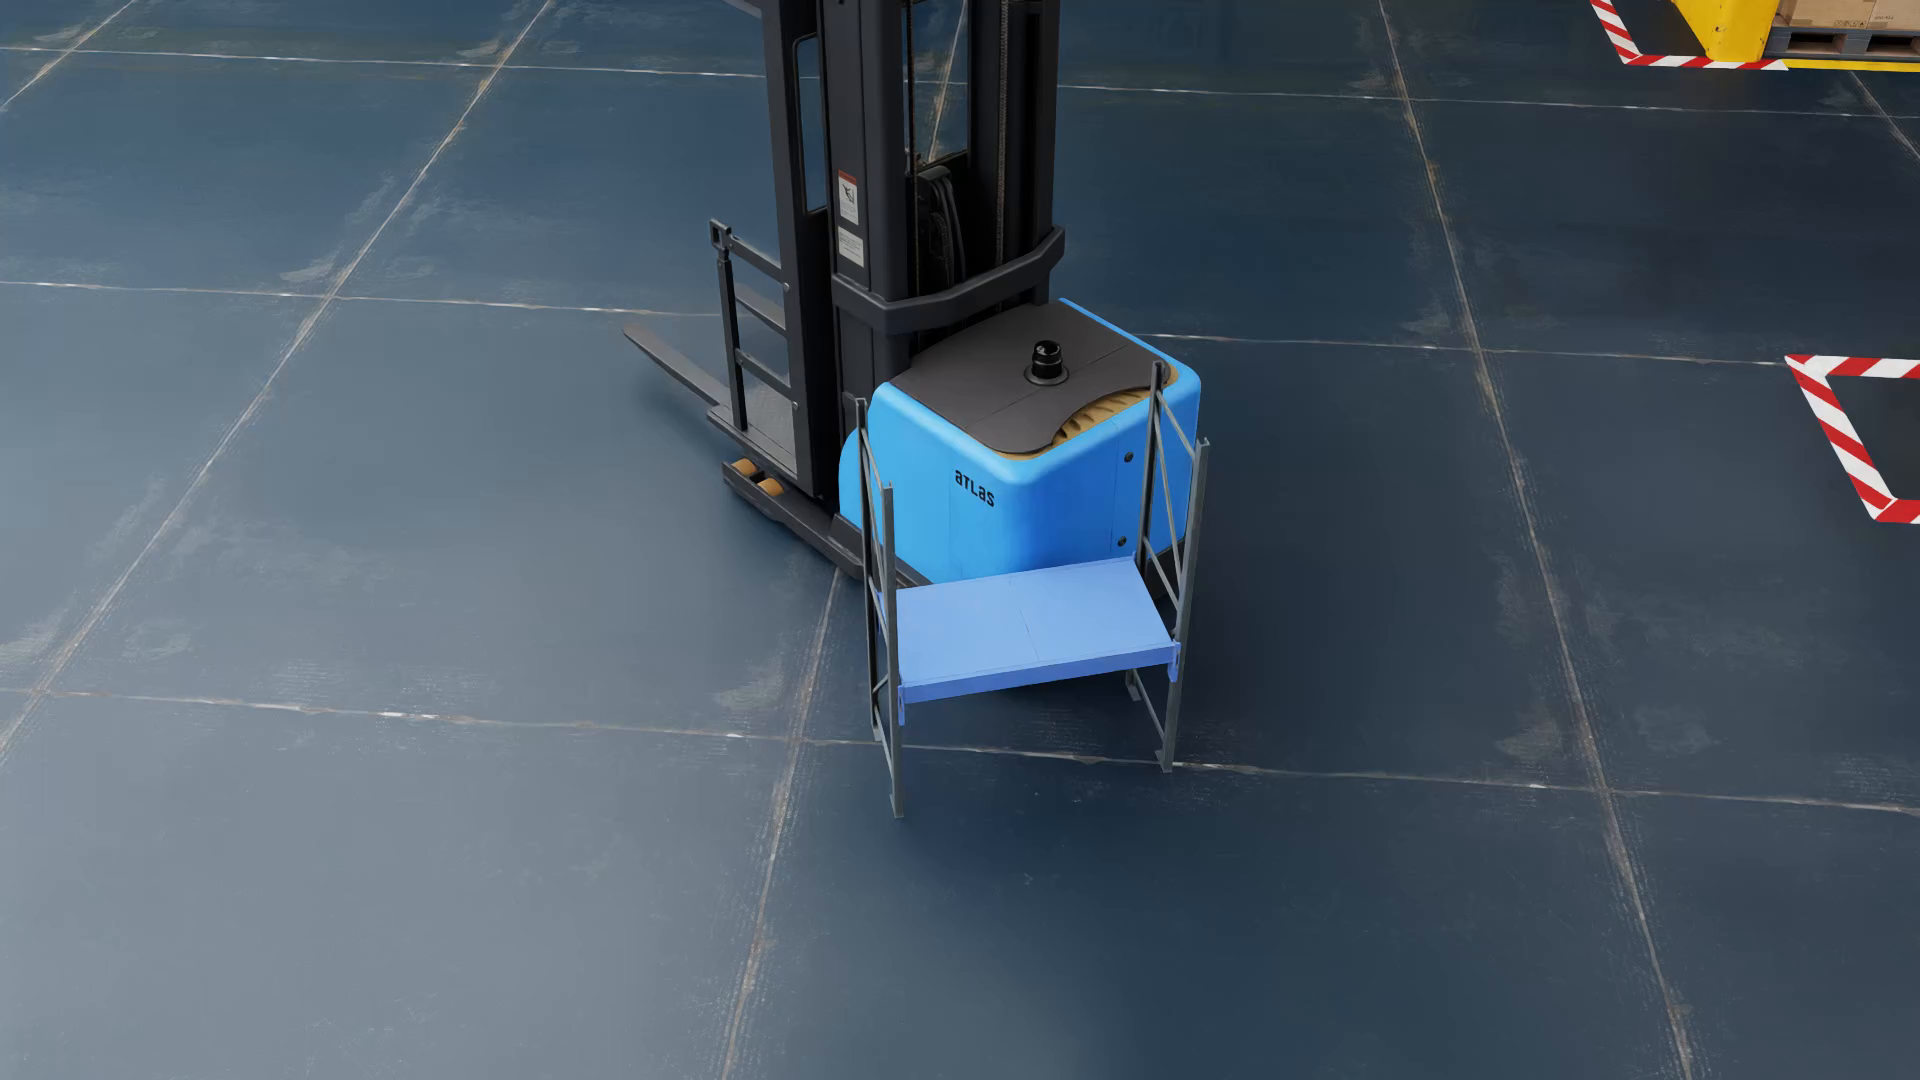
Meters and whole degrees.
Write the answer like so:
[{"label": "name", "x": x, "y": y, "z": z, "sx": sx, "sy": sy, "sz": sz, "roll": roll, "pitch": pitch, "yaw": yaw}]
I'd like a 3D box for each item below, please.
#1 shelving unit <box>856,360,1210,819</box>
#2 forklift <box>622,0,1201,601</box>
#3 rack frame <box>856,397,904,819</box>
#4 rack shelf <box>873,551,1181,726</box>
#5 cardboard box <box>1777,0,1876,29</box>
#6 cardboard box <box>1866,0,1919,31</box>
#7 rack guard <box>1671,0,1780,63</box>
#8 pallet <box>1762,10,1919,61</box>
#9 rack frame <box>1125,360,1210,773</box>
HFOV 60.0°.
[{"label": "shelving unit", "x": 0.223, "y": 0.200, "z": 5.816, "sx": 1.048, "sy": 1.500, "sz": 0.538, "roll": -8, "pitch": 40, "yaw": -10}, {"label": "forklift", "x": -0.413, "y": -1.432, "z": 6.687, "sx": 1.130, "sy": 2.935, "sz": 3.031, "roll": -29, "pitch": 47, "yaw": -31}, {"label": "rack frame", "x": -0.273, "y": 0.270, "z": 5.730, "sx": 0.032, "sy": 1.500, "sz": 0.500, "roll": -8, "pitch": 40, "yaw": -10}, {"label": "rack shelf", "x": 0.223, "y": 0.340, "z": 5.929, "sx": 1.000, "sy": 0.185, "sz": 0.538, "roll": -8, "pitch": 40, "yaw": -10}, {"label": "cardboard box", "x": 5.824, "y": -3.676, "z": 11.236, "sx": 0.500, "sy": 0.250, "sz": 0.500, "roll": 3, "pitch": 39, "yaw": 4}, {"label": "cardboard box", "x": 6.322, "y": -3.651, "z": 11.205, "sx": 0.500, "sy": 0.250, "sz": 0.500, "roll": 3, "pitch": 39, "yaw": 4}, {"label": "rack guard", "x": 5.285, "y": -3.781, "z": 11.499, "sx": 0.348, "sy": 0.500, "sz": 1.175, "roll": 3, "pitch": 39, "yaw": 4}, {"label": "pallet", "x": 6.074, "y": -3.652, "z": 11.569, "sx": 1.213, "sy": 0.211, "sz": 1.003, "roll": 3, "pitch": 39, "yaw": 4}, {"label": "rack frame", "x": 0.720, "y": 0.131, "z": 5.902, "sx": 0.032, "sy": 1.500, "sz": 0.500, "roll": -8, "pitch": 40, "yaw": -10}]
